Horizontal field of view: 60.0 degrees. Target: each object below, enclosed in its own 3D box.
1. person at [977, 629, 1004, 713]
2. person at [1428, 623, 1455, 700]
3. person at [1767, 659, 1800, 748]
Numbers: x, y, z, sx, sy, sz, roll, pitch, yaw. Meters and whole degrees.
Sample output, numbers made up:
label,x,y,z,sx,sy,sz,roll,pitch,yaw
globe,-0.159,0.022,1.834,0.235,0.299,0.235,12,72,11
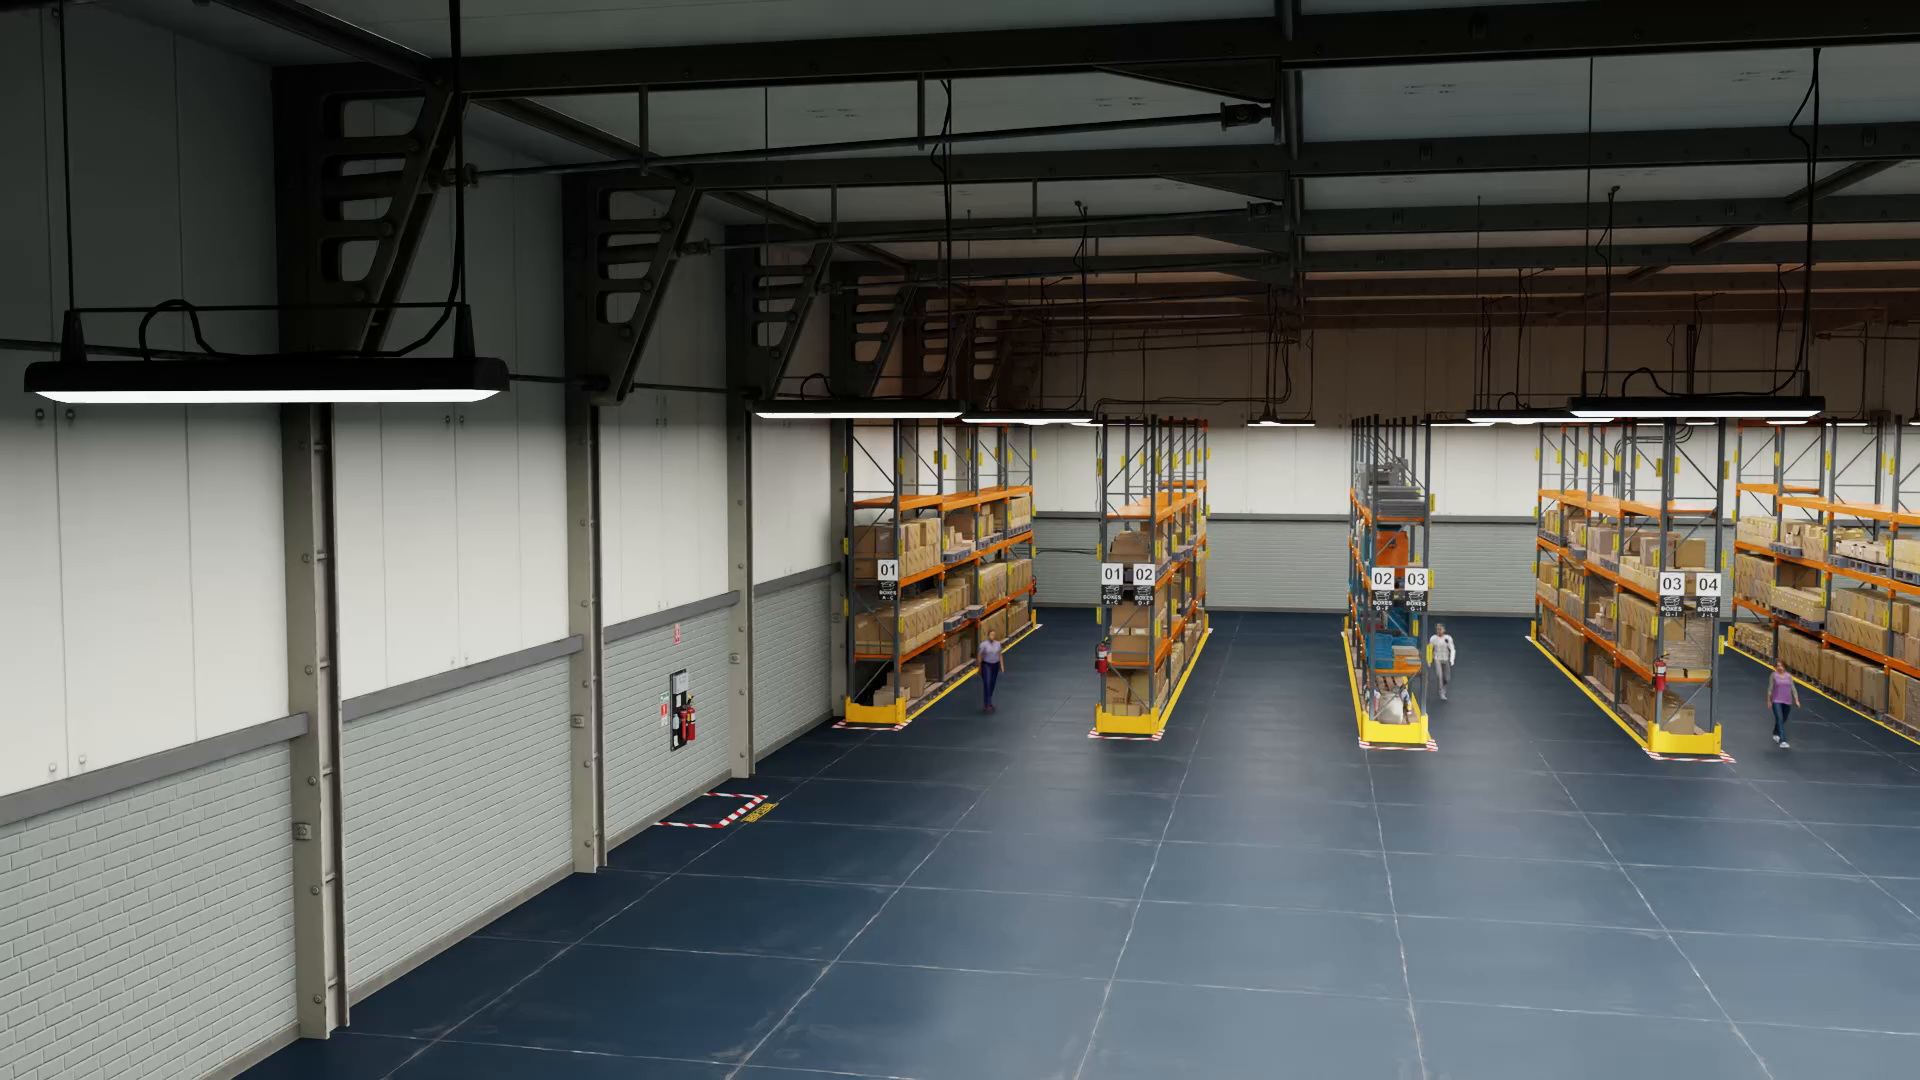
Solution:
label,x,y,z,sx,sy,sz,roll,pitch,yaw
person,0.619,2.650,33.967,0.553,1.664,0.695,-3,5,-35
person,10.275,2.565,35.460,0.536,1.592,0.802,1,4,8
person,14.833,2.939,29.967,0.448,1.538,0.893,0,4,5
